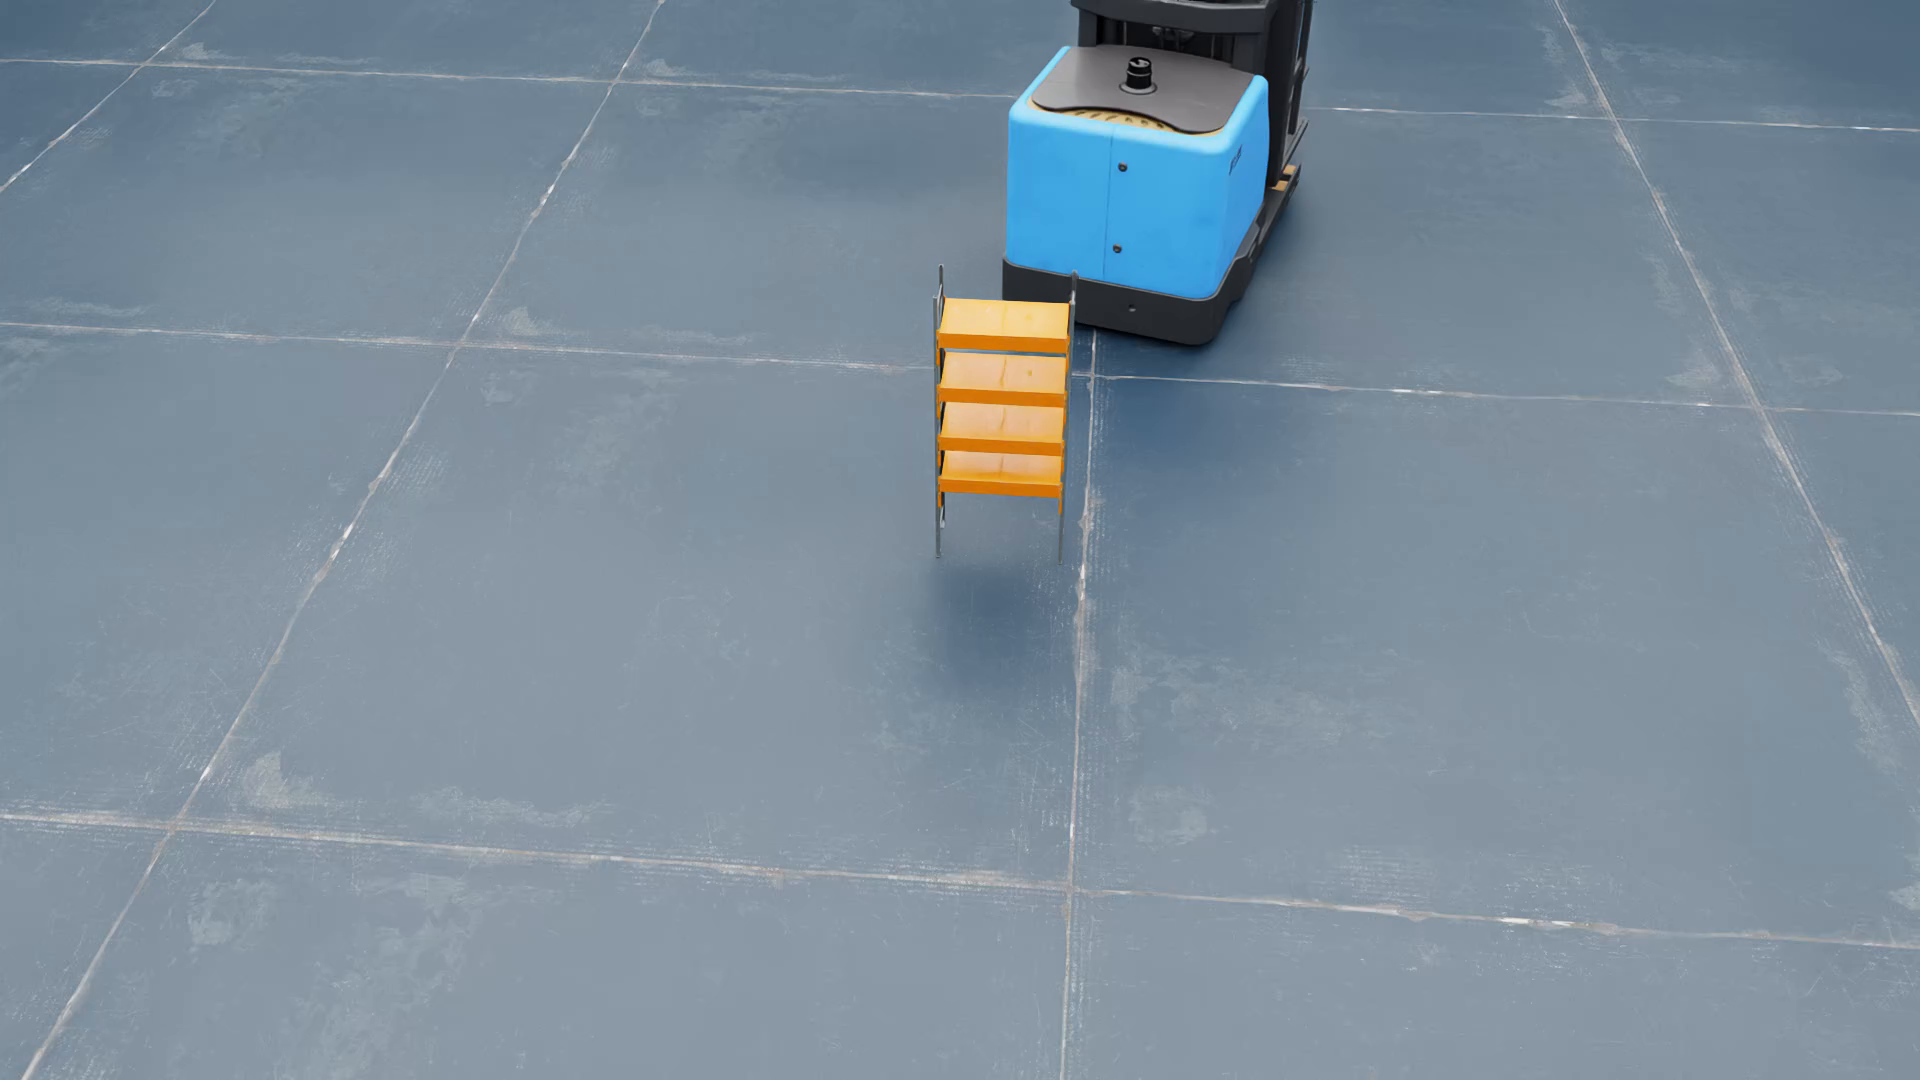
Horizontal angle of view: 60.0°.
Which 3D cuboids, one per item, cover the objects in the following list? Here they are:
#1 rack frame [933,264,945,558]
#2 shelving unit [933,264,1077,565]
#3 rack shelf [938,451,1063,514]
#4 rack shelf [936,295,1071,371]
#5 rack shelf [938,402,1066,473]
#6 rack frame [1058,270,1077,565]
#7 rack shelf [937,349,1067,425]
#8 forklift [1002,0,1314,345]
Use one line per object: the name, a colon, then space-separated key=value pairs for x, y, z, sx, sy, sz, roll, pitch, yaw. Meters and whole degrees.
rack frame: x=-0.078 y=-0.470 z=6.376 sx=0.015 sy=1.200 sz=0.240 roll=3 pitch=39 yaw=4
shelving unit: x=0.165 y=-0.456 z=6.360 sx=0.503 sy=1.200 sz=0.258 roll=3 pitch=39 yaw=4
rack shelf: x=0.165 y=-0.250 z=6.528 sx=0.480 sy=0.148 sz=0.258 roll=3 pitch=39 yaw=4
rack shelf: x=0.165 y=-0.761 z=6.112 sx=0.480 sy=0.148 sz=0.258 roll=3 pitch=39 yaw=4
rack shelf: x=0.165 y=-0.404 z=6.403 sx=0.480 sy=0.148 sz=0.258 roll=3 pitch=39 yaw=4
rack frame: x=0.408 y=-0.443 z=6.344 sx=0.015 sy=1.200 sz=0.240 roll=3 pitch=39 yaw=4
rack shelf: x=0.165 y=-0.578 z=6.261 sx=0.480 sy=0.148 sz=0.258 roll=3 pitch=39 yaw=4
forklift: x=1.209 y=-2.982 z=8.092 sx=1.130 sy=2.935 sz=3.031 roll=14 pitch=41 yaw=16
